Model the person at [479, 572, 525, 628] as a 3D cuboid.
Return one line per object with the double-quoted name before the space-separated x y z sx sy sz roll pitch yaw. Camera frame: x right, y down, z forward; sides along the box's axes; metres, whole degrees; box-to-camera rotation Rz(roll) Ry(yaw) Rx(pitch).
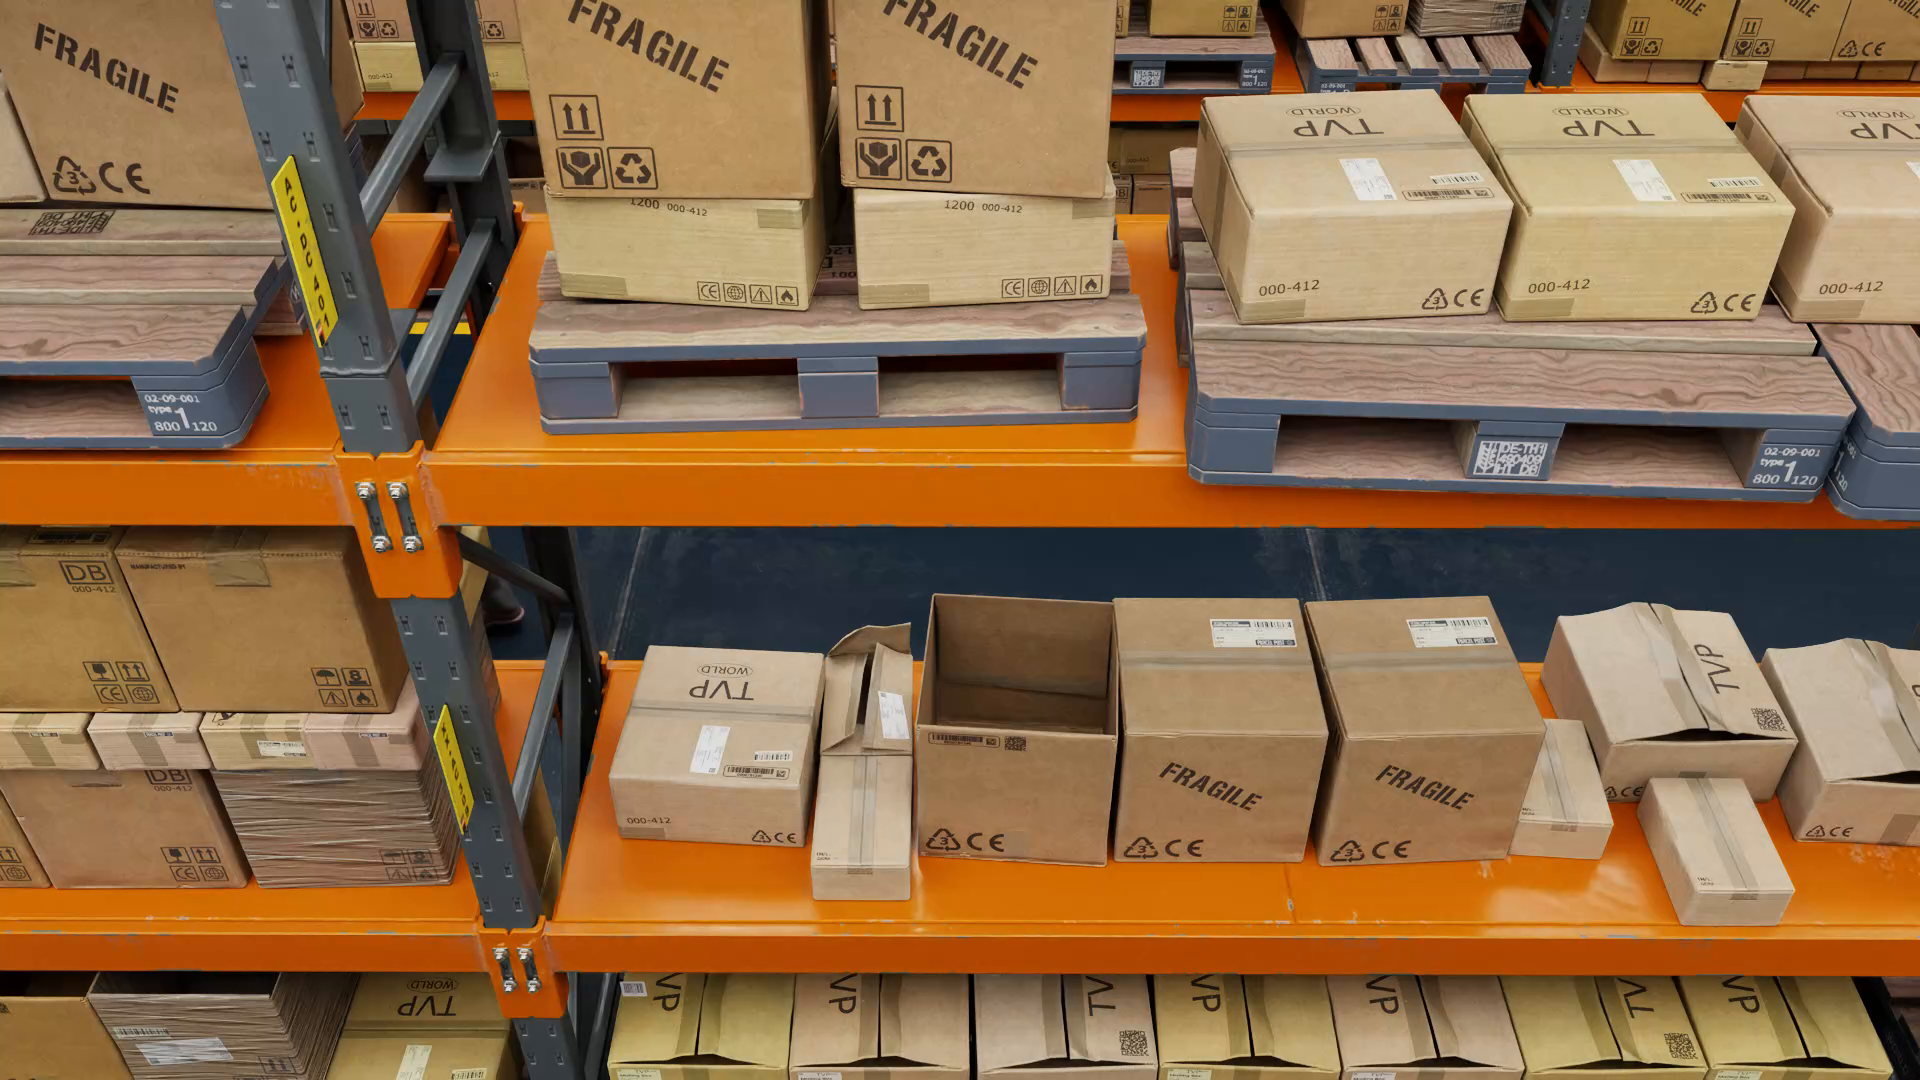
"person" -2.270 -0.197 6.415 0.908 1.652 0.468 -2 40 -3
